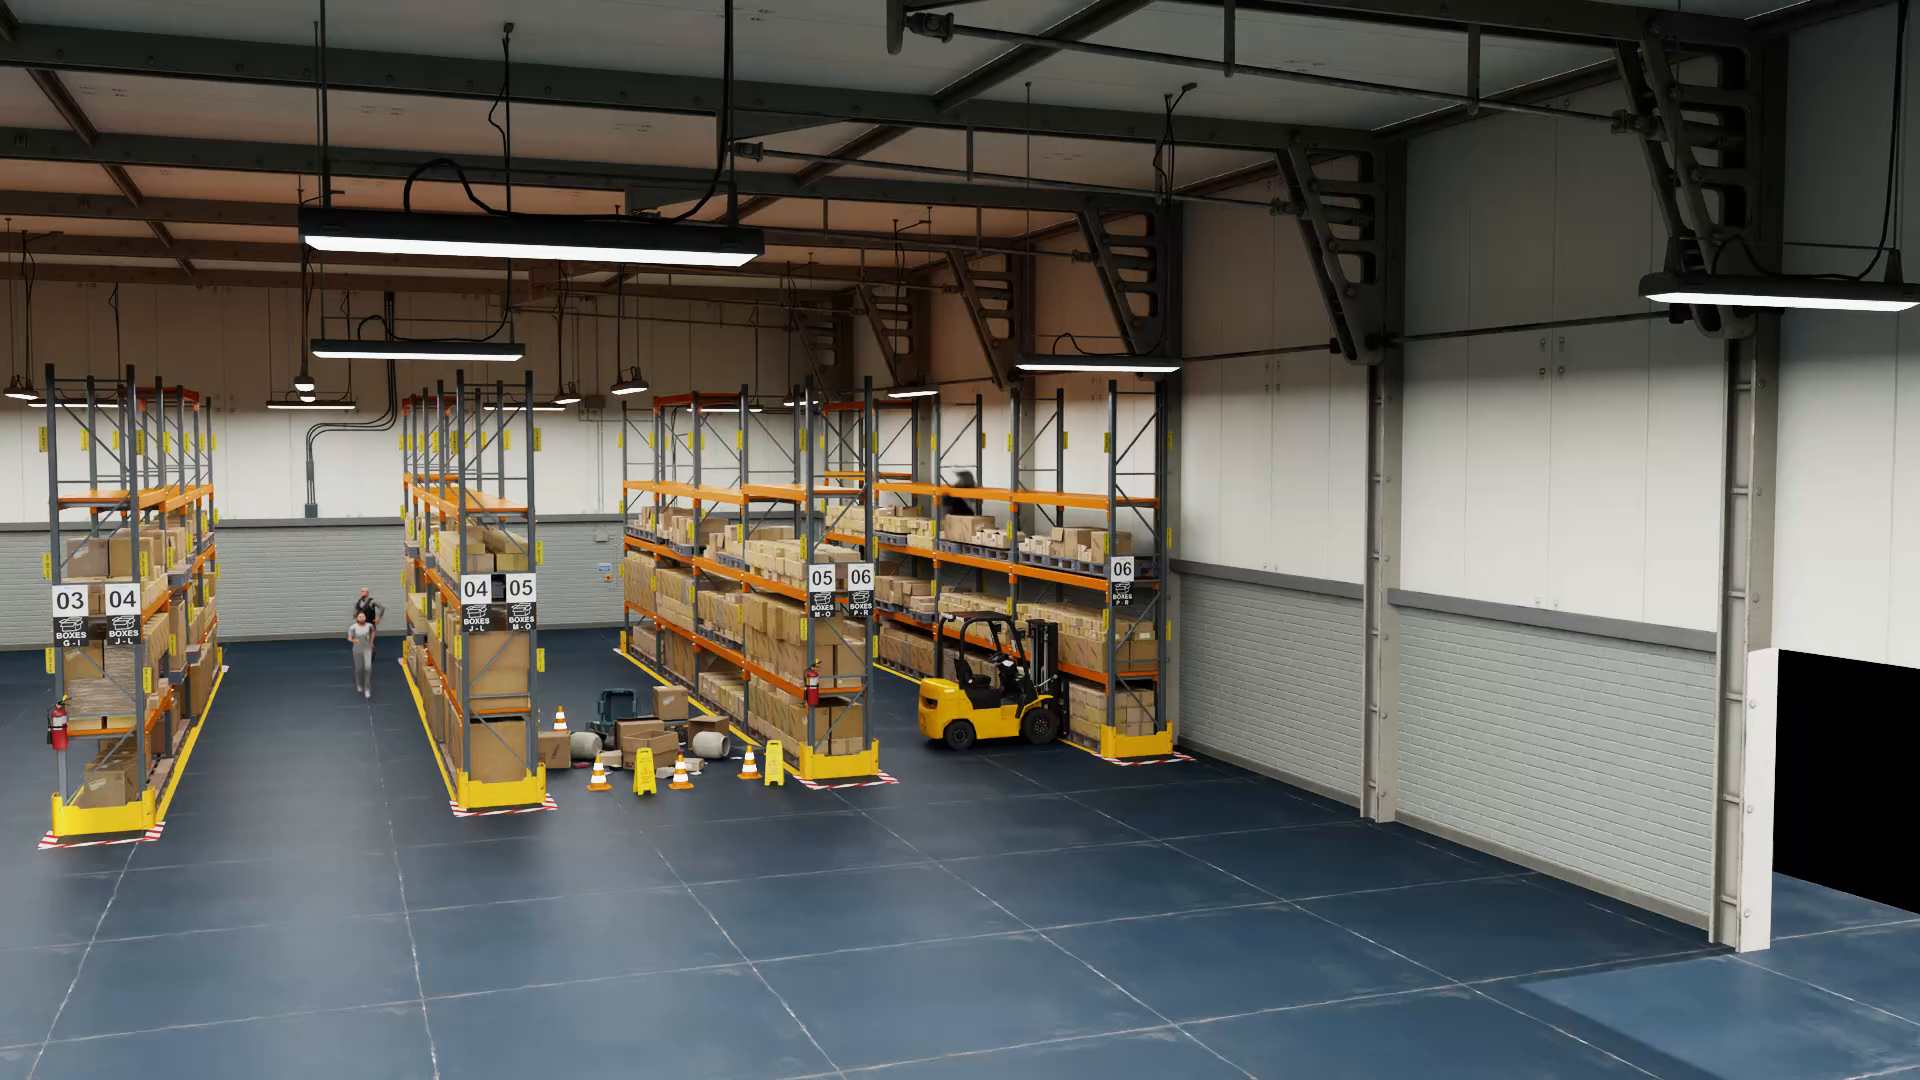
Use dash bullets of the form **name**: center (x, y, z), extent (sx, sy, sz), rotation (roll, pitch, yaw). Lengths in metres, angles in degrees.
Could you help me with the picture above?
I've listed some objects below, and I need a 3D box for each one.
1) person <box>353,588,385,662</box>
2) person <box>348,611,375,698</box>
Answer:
- **person**: center (-13.526, 1.943, 37.854), extent (0.681, 1.716, 0.658), rotation (1, 4, 18)
- **person**: center (-11.843, 2.236, 32.922), extent (0.518, 1.696, 0.887), rotation (-1, 4, -20)
